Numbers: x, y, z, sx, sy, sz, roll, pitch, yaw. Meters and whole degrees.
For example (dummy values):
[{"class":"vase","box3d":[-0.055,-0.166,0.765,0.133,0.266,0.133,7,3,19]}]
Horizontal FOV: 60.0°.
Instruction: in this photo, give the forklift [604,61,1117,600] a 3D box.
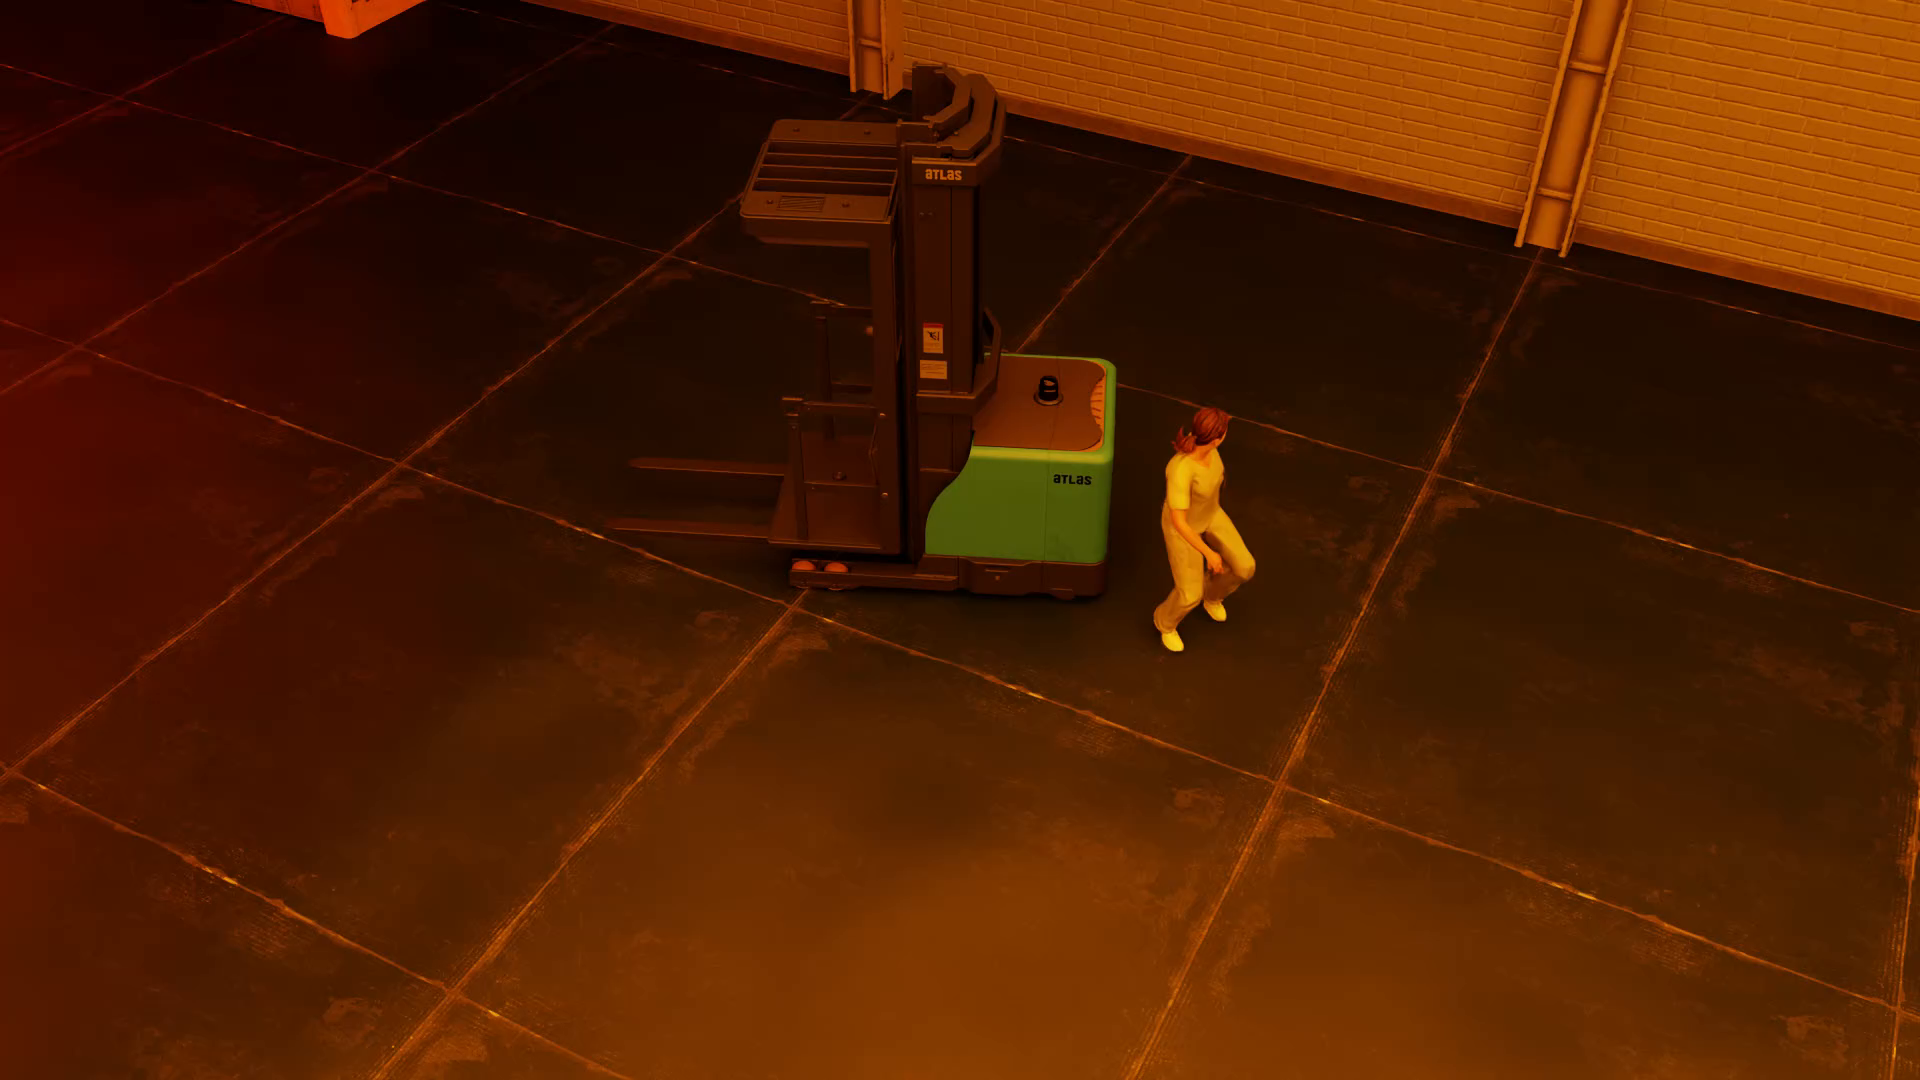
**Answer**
[{"class":"forklift","box3d":[-0.606,-1.157,9.360,3.031,2.935,1.130,3,40,4]}]

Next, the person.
[{"class":"person","box3d":[1.328,-0.088,9.137,0.661,1.585,0.607,-30,49,-31]}]
